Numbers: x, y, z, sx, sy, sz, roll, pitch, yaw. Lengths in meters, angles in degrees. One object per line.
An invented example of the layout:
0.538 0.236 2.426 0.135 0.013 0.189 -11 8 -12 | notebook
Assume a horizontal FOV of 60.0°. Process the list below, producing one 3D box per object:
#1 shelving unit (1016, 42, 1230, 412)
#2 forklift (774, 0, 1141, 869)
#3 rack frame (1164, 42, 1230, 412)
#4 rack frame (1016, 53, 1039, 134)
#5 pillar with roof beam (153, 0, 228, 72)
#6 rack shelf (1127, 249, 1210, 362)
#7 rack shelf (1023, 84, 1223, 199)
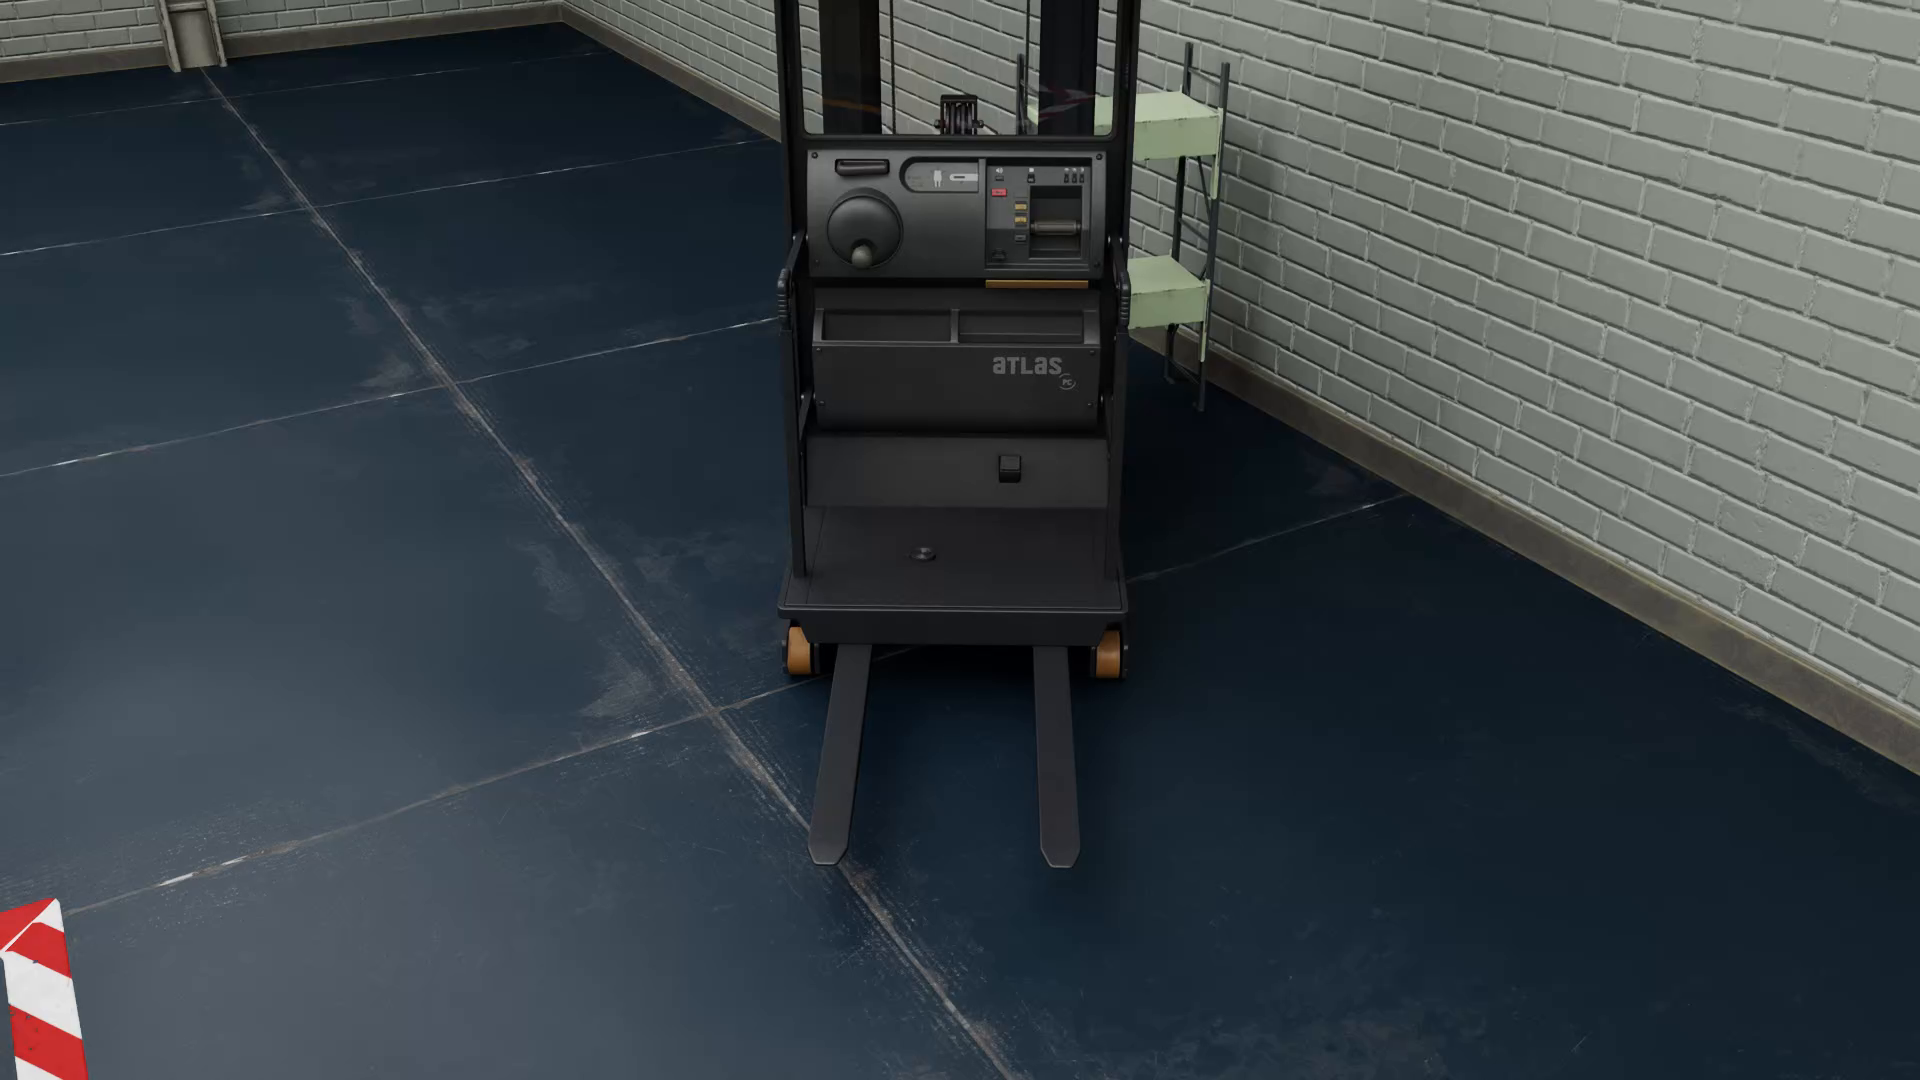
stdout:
0.646 -1.260 6.981 0.755 1.500 0.431 -8 30 -14 | shelving unit
-0.013 -0.982 4.997 1.130 2.935 3.031 1 29 1 | forklift
0.998 -1.310 7.071 0.023 1.500 0.400 -8 30 -14 | rack frame
0.295 -1.211 6.892 0.023 1.500 0.400 -8 30 -14 | rack frame
-3.757 -5.848 7.533 0.400 9.000 9.100 -16 33 -26 | pillar with roof beam
0.646 -0.975 7.139 0.720 0.370 0.431 -8 30 -14 | rack shelf
0.646 -1.602 6.793 0.720 0.370 0.431 -8 30 -14 | rack shelf
